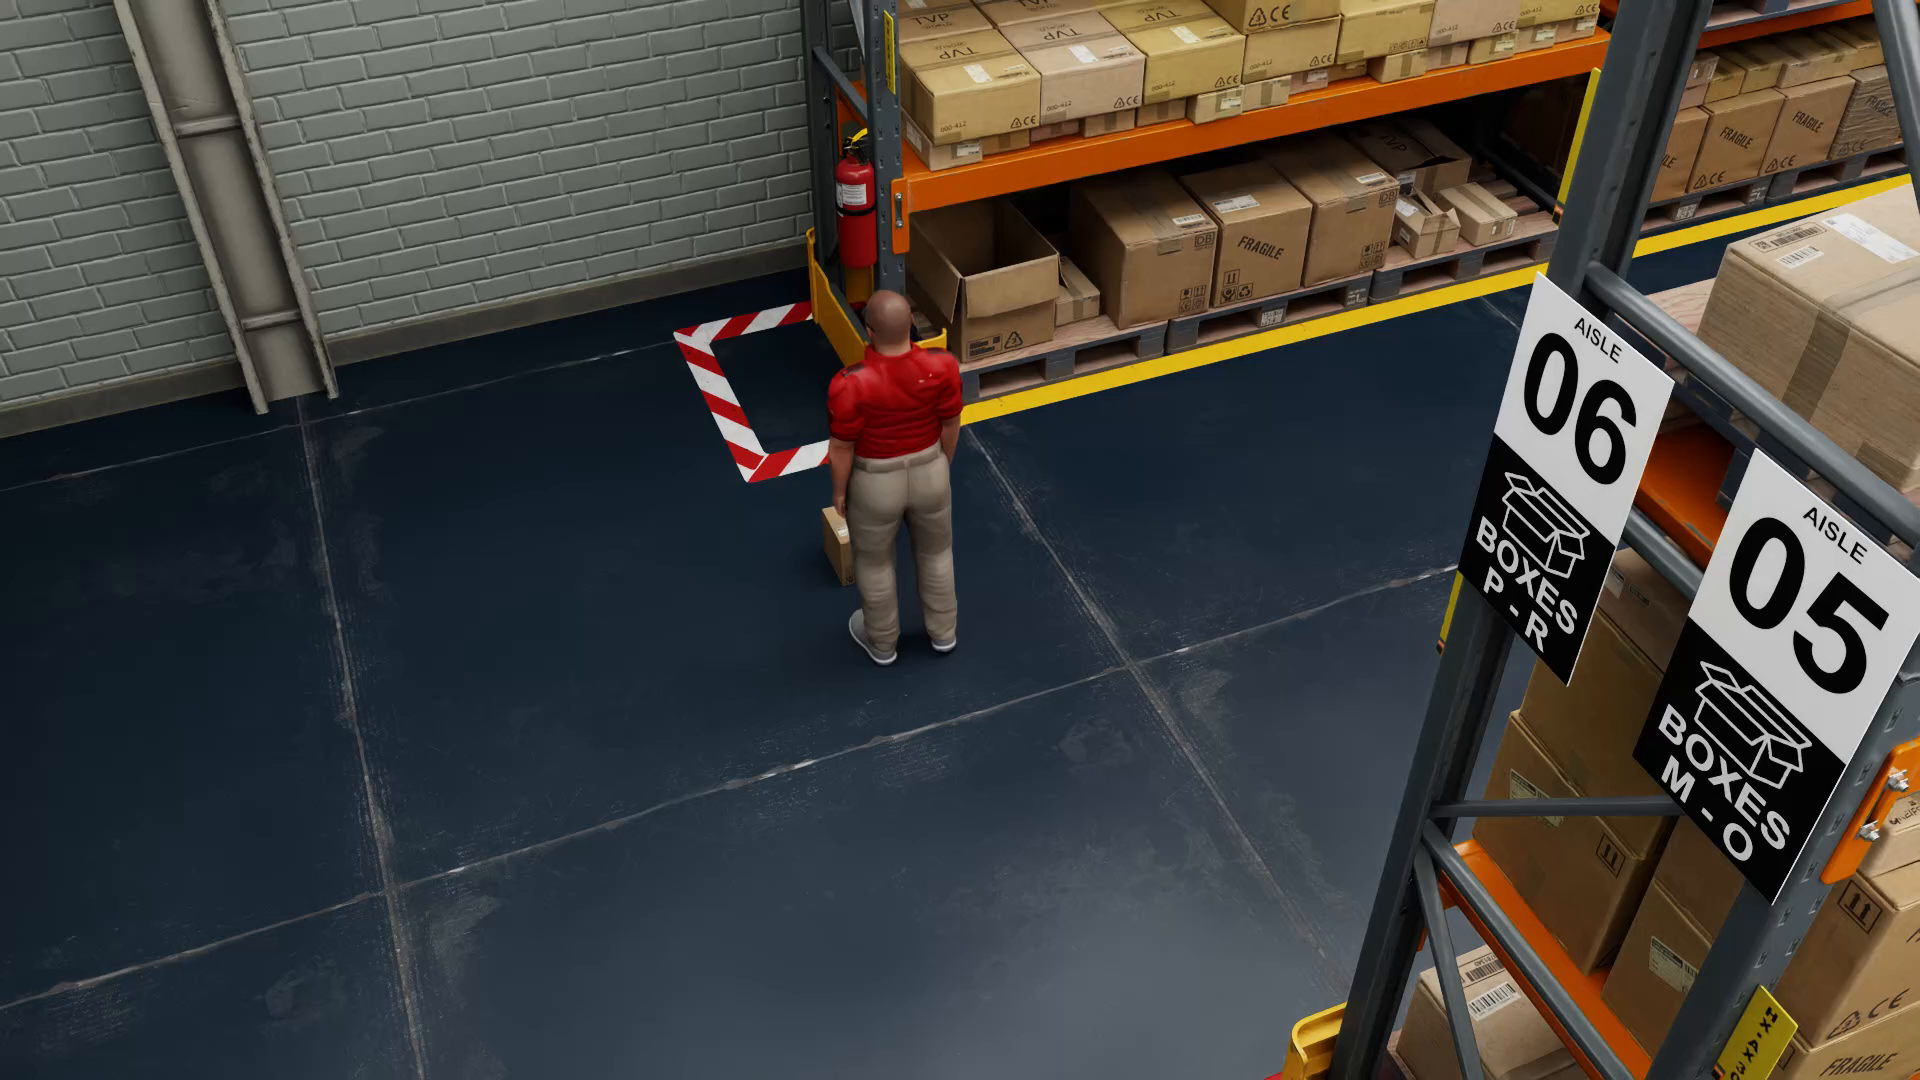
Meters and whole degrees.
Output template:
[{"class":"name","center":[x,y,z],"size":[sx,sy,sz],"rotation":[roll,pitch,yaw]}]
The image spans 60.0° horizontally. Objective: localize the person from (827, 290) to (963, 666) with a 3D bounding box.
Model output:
[{"class":"person","center":[-0.261,-0.233,6.456],"size":[0.526,1.749,0.372],"rotation":[-15,44,-16]}]
